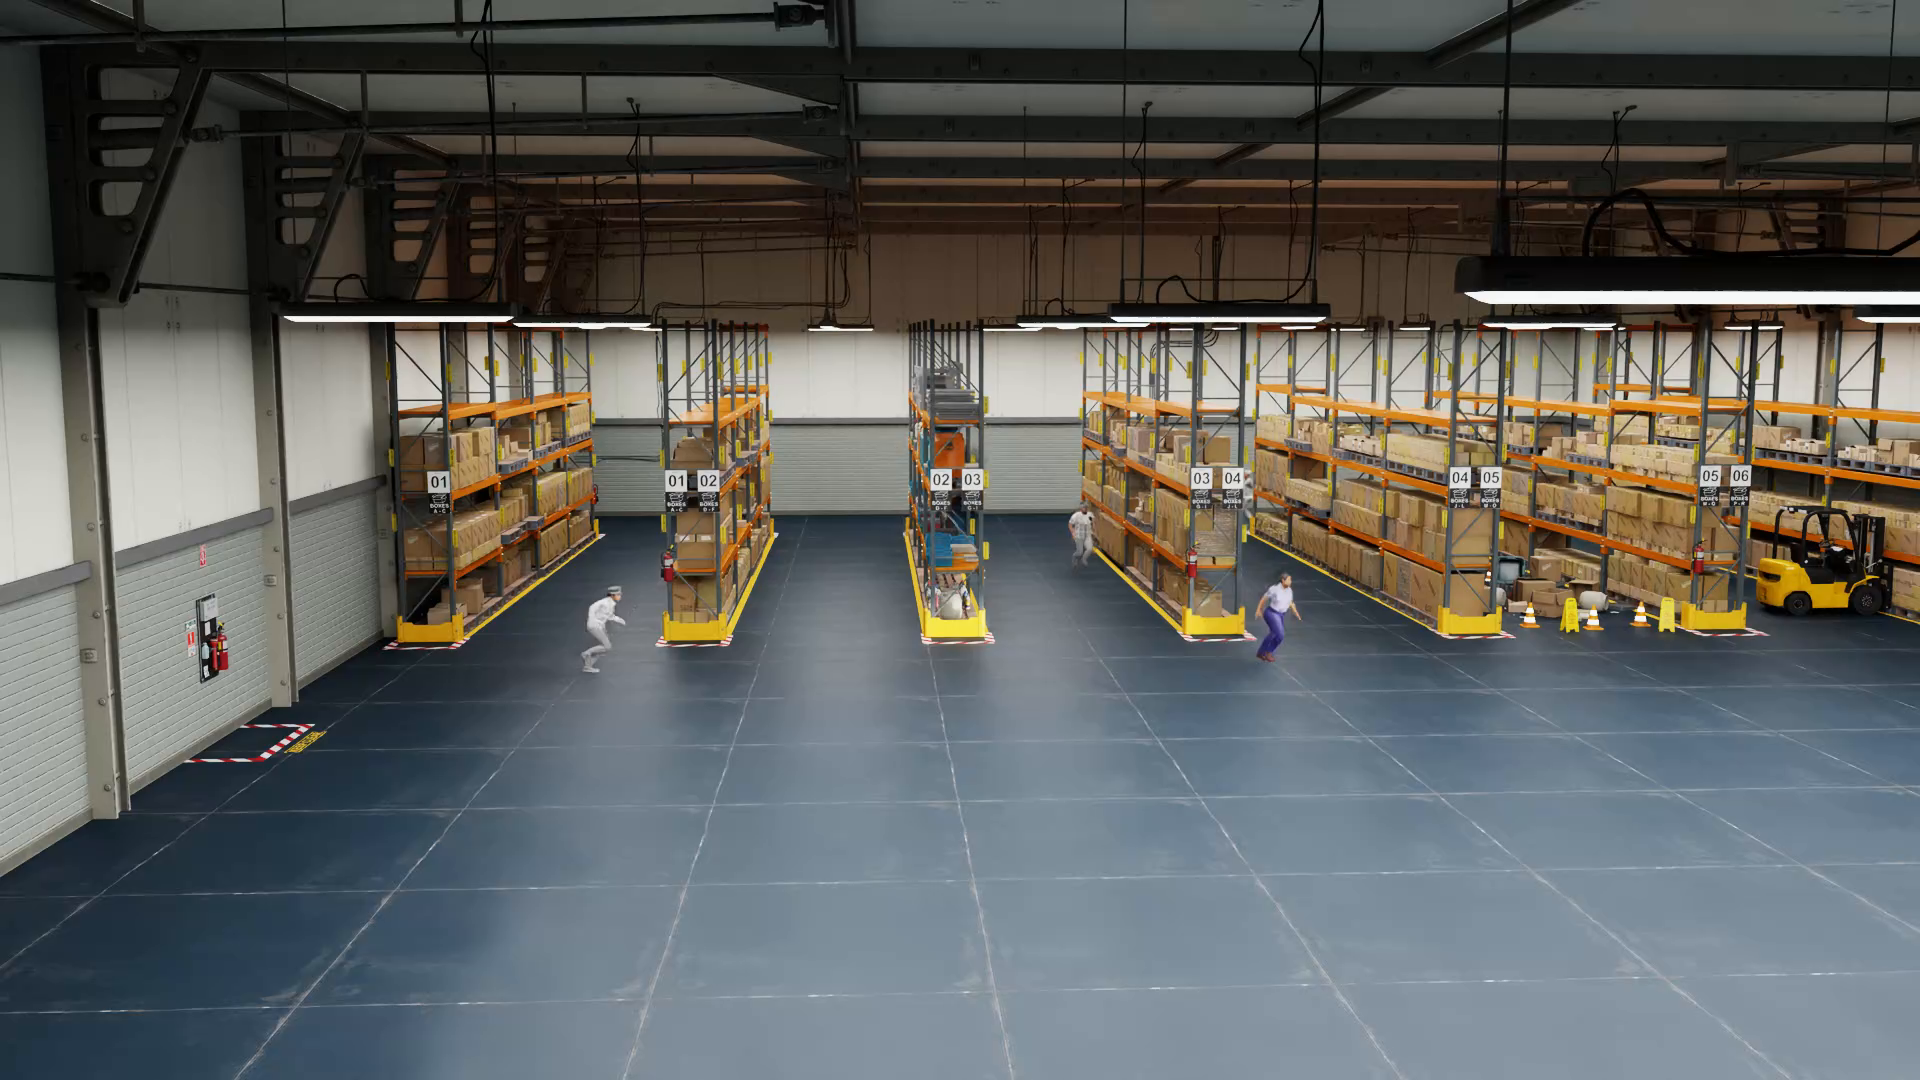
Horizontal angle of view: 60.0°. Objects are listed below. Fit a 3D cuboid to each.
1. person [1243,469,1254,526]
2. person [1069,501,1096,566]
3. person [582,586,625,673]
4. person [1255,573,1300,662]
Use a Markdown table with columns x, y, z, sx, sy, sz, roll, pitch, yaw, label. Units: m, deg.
| x | y | z | sx | sy | sz | roll | pitch | yaw | label |
| --- | --- | --- | --- | --- | --- | --- | --- | --- | --- |
| 8.377 | -1.185 | 48.948 | 0.777 | 1.799 | 0.707 | -1 | 7 | -5 | person |
| 2.940 | -0.140 | 39.581 | 0.676 | 1.609 | 0.759 | -2 | 7 | -16 | person |
| -6.052 | 1.527 | 28.115 | 0.750 | 1.491 | 0.648 | 1 | 7 | 7 | person |
| 5.554 | 1.347 | 29.095 | 0.550 | 1.571 | 0.771 | -6 | 9 | -42 | person |
